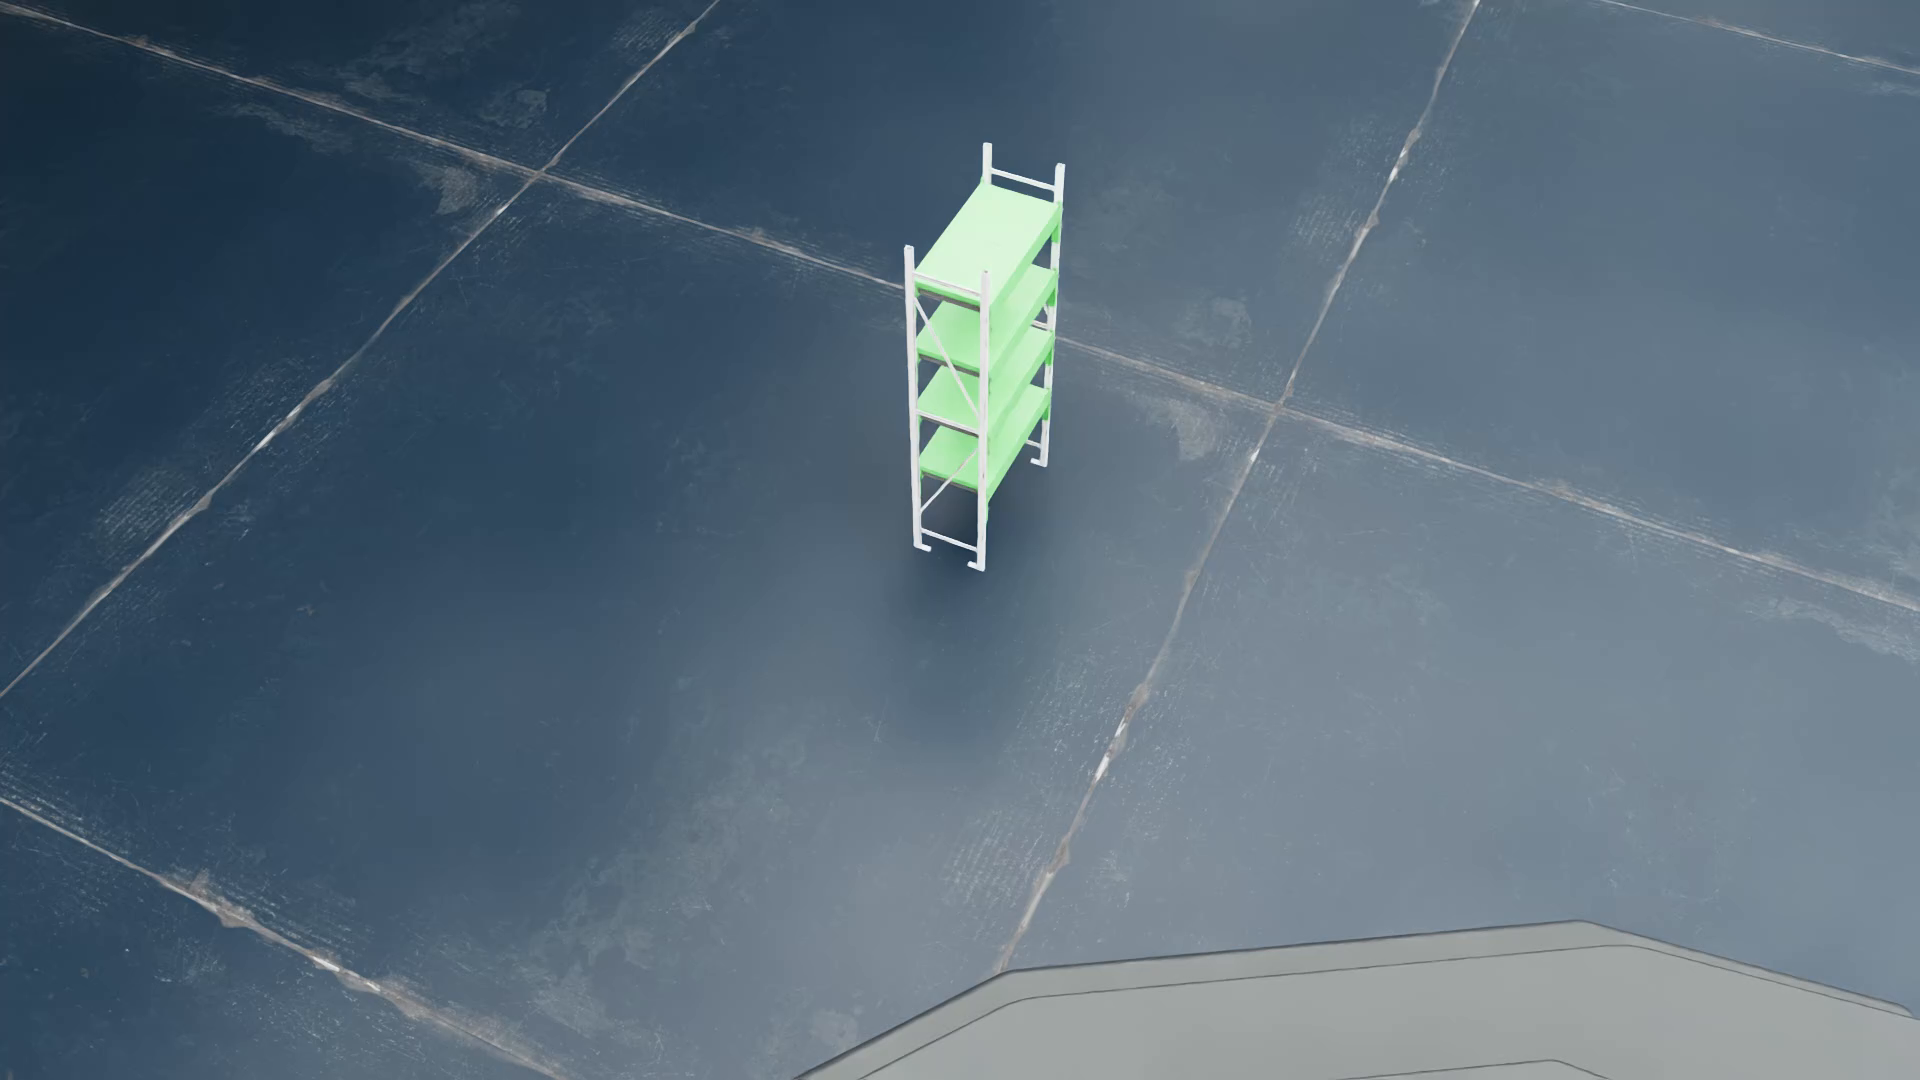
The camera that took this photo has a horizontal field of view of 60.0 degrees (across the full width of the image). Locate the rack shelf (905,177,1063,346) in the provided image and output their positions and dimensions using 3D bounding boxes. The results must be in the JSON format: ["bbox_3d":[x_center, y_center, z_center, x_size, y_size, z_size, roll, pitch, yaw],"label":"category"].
[{"bbox_3d":[0.071,-0.772,4.573,0.258,0.148,0.480,20,52,16],"label":"rack shelf"}]

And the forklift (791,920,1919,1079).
[{"bbox_3d":[0.346,1.803,1.792,1.130,2.935,3.031,-4,50,-4],"label":"forklift"}]

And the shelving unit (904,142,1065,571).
[{"bbox_3d":[0.071,-0.503,4.890,0.258,1.200,0.503,20,52,16],"label":"shelving unit"}]

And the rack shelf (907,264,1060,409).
[{"bbox_3d":[0.071,-0.617,4.756,0.258,0.148,0.480,20,52,16],"label":"rack shelf"}]

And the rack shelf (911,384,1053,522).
[{"bbox_3d":[0.071,-0.306,5.121,0.258,0.148,0.480,20,52,16],"label":"rack shelf"}]

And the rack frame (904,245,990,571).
[{"bbox_3d":[-0.034,-0.335,4.747,0.240,1.200,0.015,20,52,16],"label":"rack frame"}]

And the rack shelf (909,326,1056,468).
[{"bbox_3d":[0.071,-0.461,4.939,0.258,0.148,0.480,20,52,16],"label":"rack shelf"}]

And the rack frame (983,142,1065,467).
[{"bbox_3d":[0.175,-0.671,5.033,0.240,1.200,0.015,20,52,16],"label":"rack frame"}]
